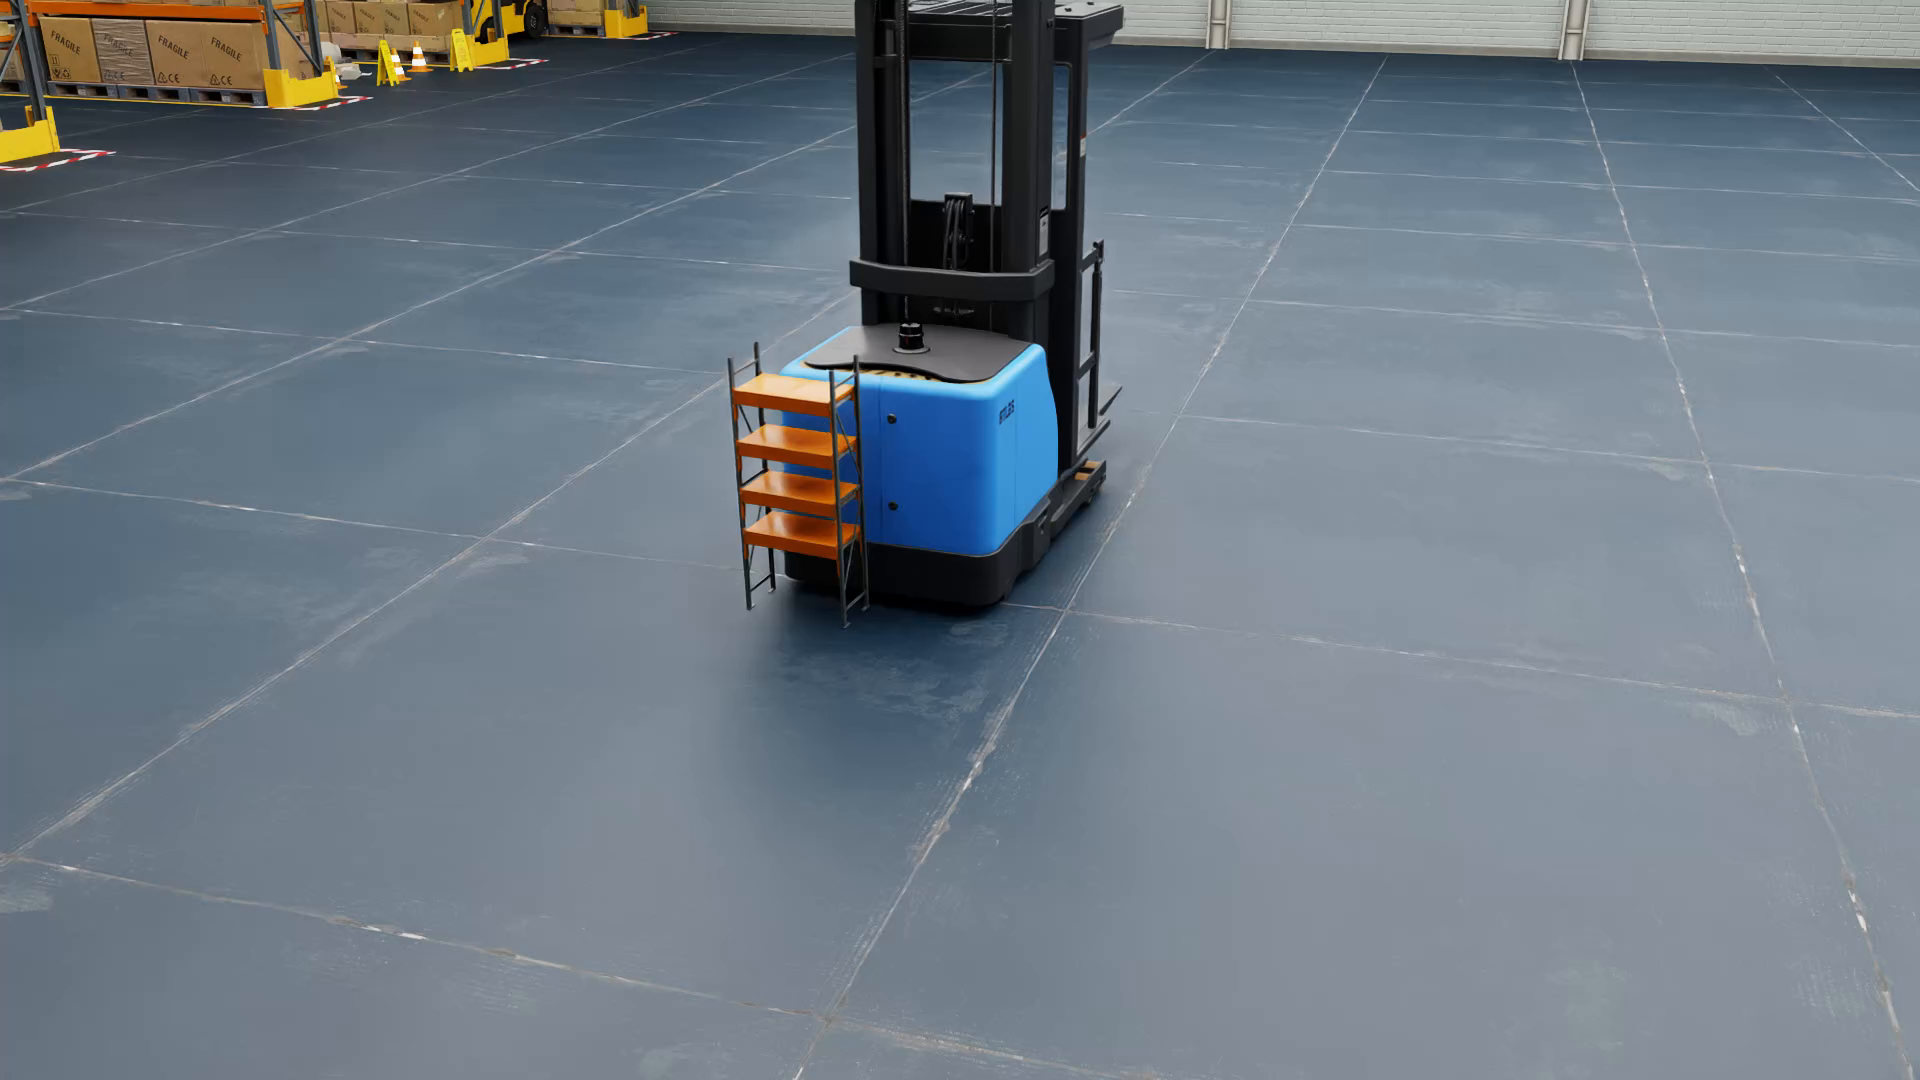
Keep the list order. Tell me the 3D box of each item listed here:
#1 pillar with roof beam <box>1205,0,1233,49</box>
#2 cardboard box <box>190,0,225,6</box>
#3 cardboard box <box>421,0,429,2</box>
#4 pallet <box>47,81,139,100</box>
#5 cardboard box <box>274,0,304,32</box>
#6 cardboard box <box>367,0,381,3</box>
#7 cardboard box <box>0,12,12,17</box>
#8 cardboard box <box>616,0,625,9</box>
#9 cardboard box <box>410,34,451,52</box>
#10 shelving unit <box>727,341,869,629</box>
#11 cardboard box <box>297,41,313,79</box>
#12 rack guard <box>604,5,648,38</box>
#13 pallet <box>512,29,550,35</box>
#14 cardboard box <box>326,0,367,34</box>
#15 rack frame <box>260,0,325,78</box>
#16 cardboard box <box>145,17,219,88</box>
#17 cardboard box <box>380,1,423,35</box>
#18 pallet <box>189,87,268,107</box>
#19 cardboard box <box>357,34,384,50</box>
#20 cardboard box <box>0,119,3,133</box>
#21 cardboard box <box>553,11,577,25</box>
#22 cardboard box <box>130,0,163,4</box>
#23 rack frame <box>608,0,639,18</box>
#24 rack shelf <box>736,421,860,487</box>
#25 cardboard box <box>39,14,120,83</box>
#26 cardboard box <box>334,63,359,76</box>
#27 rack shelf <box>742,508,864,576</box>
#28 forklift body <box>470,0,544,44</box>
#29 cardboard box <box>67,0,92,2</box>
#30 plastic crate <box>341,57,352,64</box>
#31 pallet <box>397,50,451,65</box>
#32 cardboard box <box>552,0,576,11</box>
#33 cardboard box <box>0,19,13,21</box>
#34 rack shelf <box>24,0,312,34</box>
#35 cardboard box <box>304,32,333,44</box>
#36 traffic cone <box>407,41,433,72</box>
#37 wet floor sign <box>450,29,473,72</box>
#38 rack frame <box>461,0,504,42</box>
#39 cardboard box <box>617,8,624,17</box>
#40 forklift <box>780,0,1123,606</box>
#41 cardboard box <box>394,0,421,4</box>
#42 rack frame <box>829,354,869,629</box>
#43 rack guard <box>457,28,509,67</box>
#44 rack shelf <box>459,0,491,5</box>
[{"bbox_3d":[3.390,-11.441,24.368,0.400,9.000,9.100,7,23,16],"label":"pillar with roof beam"},{"bbox_3d":[-10.113,-7.674,22.891,0.550,0.550,0.875,7,23,16],"label":"cardboard box"},{"bbox_3d":[-9.096,-8.854,28.047,0.500,0.500,0.500,6,23,14],"label":"cardboard box"},{"bbox_3d":[-12.336,-6.565,24.059,1.213,0.211,1.003,7,23,15],"label":"pallet"},{"bbox_3d":[-11.221,-8.882,28.116,0.500,0.500,0.500,8,24,18],"label":"cardboard box"},{"bbox_3d":[-9.583,-8.974,27.485,0.250,0.149,0.380,8,23,18],"label":"cardboard box"},{"bbox_3d":[-17.028,-9.631,30.106,0.875,0.875,0.875,7,23,16],"label":"cardboard box"},{"bbox_3d":[-6.839,-10.422,32.199,0.500,0.250,0.500,7,23,16],"label":"cardboard box"},{"bbox_3d":[-8.753,-8.253,27.571,0.500,0.250,0.500,6,23,15],"label":"cardboard box"},{"bbox_3d":[-0.700,-0.236,7.314,0.503,1.200,0.258,10,26,22],"label":"shelving unit"},{"bbox_3d":[-10.292,-7.455,25.845,0.637,0.503,0.797,-9,24,-21],"label":"cardboard box"},{"bbox_3d":[-6.426,-9.982,32.010,0.348,0.500,1.175,7,23,16],"label":"rack guard"},{"bbox_3d":[-8.357,-10.054,32.566,1.213,0.211,1.003,7,23,15],"label":"pallet"},{"bbox_3d":[-10.210,-8.771,27.844,0.500,0.500,0.500,8,24,18],"label":"cardboard box"},{"bbox_3d":[-9.212,-7.528,22.733,0.127,3.000,1.000,7,23,16],"label":"rack frame"},{"bbox_3d":[-10.723,-6.885,23.413,0.875,0.875,0.875,6,23,15],"label":"cardboard box"},{"bbox_3d":[-9.222,-8.656,27.564,0.500,0.500,0.500,7,23,17],"label":"cardboard box"},{"bbox_3d":[-10.000,-6.297,23.407,1.213,0.211,1.003,7,23,15],"label":"pallet"},{"bbox_3d":[-9.727,-8.366,27.845,0.500,0.250,0.500,6,23,14],"label":"cardboard box"},{"bbox_3d":[-11.334,-4.849,18.943,0.500,0.500,0.500,11,25,25],"label":"cardboard box"},{"bbox_3d":[-7.463,-10.058,31.971,0.500,0.250,0.500,7,23,15],"label":"cardboard box"},{"bbox_3d":[-11.132,-7.824,23.257,0.500,0.550,0.875,7,23,16],"label":"cardboard box"},{"bbox_3d":[-6.449,-11.141,31.542,0.127,3.000,1.000,7,23,16],"label":"rack frame"},{"bbox_3d":[-0.703,-0.379,7.250,0.480,0.148,0.258,10,26,22],"label":"rack shelf"},{"bbox_3d":[-12.459,-7.083,23.895,0.875,0.875,0.875,7,23,16],"label":"cardboard box"},{"bbox_3d":[-9.716,-7.428,26.246,0.380,0.149,0.250,-20,29,-39],"label":"cardboard box"},{"bbox_3d":[-0.696,0.006,7.424,0.480,0.148,0.258,10,26,22],"label":"rack shelf"},{"bbox_3d":[-8.791,-10.294,30.594,1.214,2.155,2.313,7,23,16],"label":"forklift body"},{"bbox_3d":[-12.152,-7.948,23.559,0.550,0.550,0.875,7,23,16],"label":"cardboard box"},{"bbox_3d":[-10.442,-7.955,27.622,0.583,0.080,0.402,-1,22,-3],"label":"plastic crate"},{"bbox_3d":[-8.719,-8.158,27.942,1.213,0.211,1.003,7,23,16],"label":"pallet"},{"bbox_3d":[-7.482,-10.294,31.886,0.500,0.250,0.500,6,23,15],"label":"cardboard box"},{"bbox_3d":[-14.584,-7.262,24.497,0.750,0.750,1.050,7,23,15],"label":"cardboard box"},{"bbox_3d":[-11.127,-7.414,23.404,4.000,0.370,1.077,7,23,16],"label":"rack shelf"},{"bbox_3d":[-10.707,-8.481,28.126,0.500,0.250,0.500,8,24,19],"label":"cardboard box"},{"bbox_3d":[-8.663,-7.742,26.598,0.334,0.463,0.336,7,23,16],"label":"traffic cone"},{"bbox_3d":[-8.006,-7.839,26.593,0.232,0.644,0.267,16,27,34],"label":"wet floor sign"},{"bbox_3d":[-7.879,-9.338,27.144,0.127,3.000,1.000,7,23,16],"label":"rack frame"},{"bbox_3d":[-6.862,-10.188,32.289,0.500,0.250,0.500,7,23,16],"label":"cardboard box"},{"bbox_3d":[0.151,-1.592,8.352,1.130,2.935,3.031,8,24,18],"label":"forklift"},{"bbox_3d":[-9.092,-8.916,27.343,0.250,0.149,0.380,7,23,17],"label":"cardboard box"},{"bbox_3d":[-0.478,-0.198,7.222,0.015,1.200,0.240,10,26,22],"label":"rack frame"},{"bbox_3d":[-7.951,-8.189,27.639,0.348,0.500,1.175,7,23,16],"label":"rack guard"},{"bbox_3d":[-9.793,-9.224,27.815,4.000,0.370,1.077,7,23,16],"label":"rack shelf"}]
